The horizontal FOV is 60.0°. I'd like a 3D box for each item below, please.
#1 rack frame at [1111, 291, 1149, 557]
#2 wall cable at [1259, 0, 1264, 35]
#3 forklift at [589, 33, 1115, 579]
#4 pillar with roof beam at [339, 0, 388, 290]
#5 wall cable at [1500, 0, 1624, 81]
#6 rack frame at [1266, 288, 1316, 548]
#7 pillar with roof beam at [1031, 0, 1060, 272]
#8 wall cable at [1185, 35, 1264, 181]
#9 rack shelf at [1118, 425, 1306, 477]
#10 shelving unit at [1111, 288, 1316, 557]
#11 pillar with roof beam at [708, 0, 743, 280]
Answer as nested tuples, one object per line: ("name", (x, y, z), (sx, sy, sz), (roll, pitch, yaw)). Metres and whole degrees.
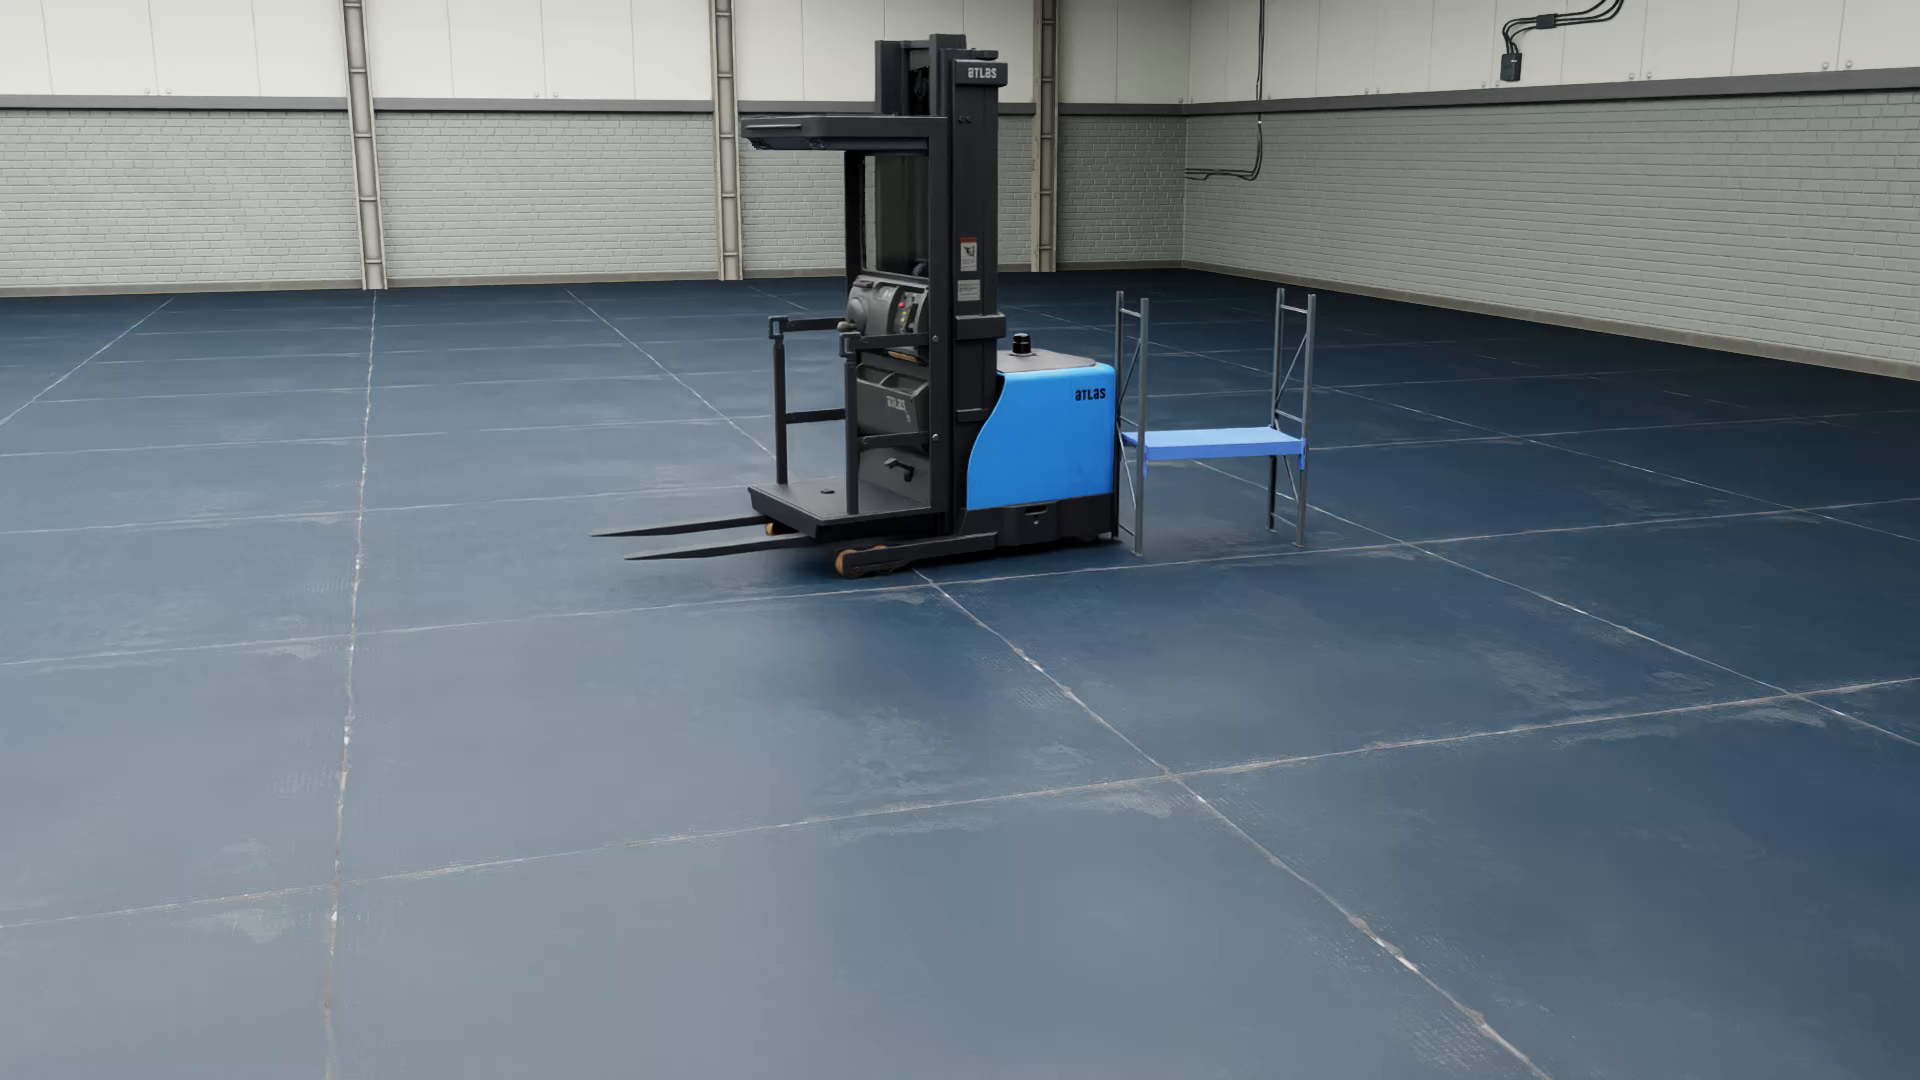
("rack frame", (0.997, -0.690, 9.801), (0.032, 1.500, 0.500), (-3, 14, -12))
("wall cable", (5.659, -9.756, 27.507), (0.112, 2.526, 3.097), (-4, 14, -18))
("forklift", (-0.601, -1.348, 9.476), (3.031, 2.935, 1.130), (-7, 15, -28))
("pillar with roof beam", (-8.418, -7.645, 22.839), (0.400, 9.000, 9.100), (-4, 14, -18))
("wall cable", (7.809, -8.974, 21.075), (0.169, 6.003, 2.305), (-4, 14, -18))
("rack frame", (1.990, -0.740, 10.015), (0.032, 1.500, 0.500), (-3, 14, -12))
("pillar with roof beam", (2.956, -8.531, 26.562), (0.400, 9.000, 9.100), (-4, 14, -18))
("wall cable", (4.796, -7.892, 30.586), (0.112, 2.526, 3.097), (-4, 14, -18))
("rack shelf", (1.494, -0.540, 9.949), (1.000, 0.185, 0.538), (-3, 14, -12))
("shelving unit", (1.494, -0.715, 9.908), (1.048, 1.500, 0.538), (-3, 14, -12))
("pillar with roof beam", (-2.731, -8.088, 24.700), (0.400, 9.000, 9.100), (-4, 14, -18))
